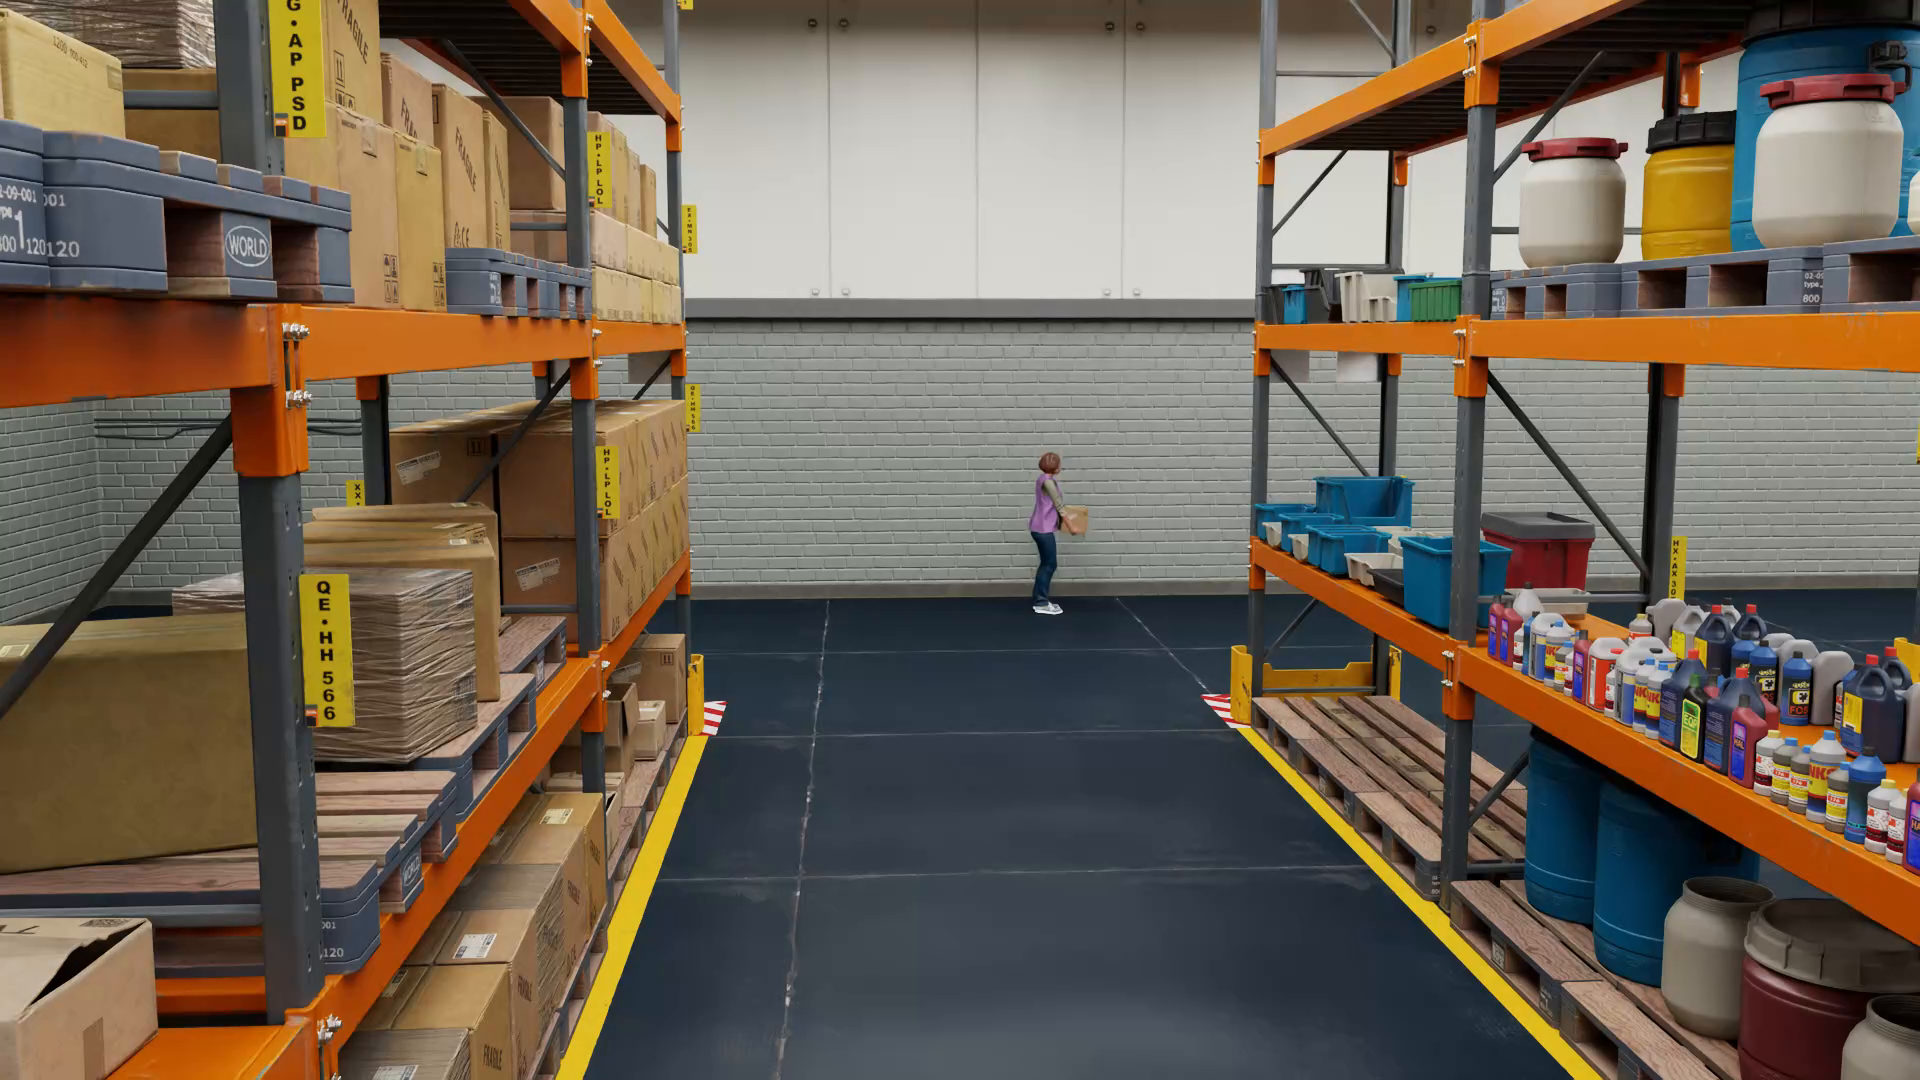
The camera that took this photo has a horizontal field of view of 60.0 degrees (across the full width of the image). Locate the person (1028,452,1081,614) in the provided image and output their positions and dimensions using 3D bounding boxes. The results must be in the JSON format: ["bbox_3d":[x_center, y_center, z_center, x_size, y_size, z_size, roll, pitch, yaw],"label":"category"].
[{"bbox_3d":[0.926,-0.073,16.420,0.507,1.596,0.375,-1,7,-5],"label":"person"}]
